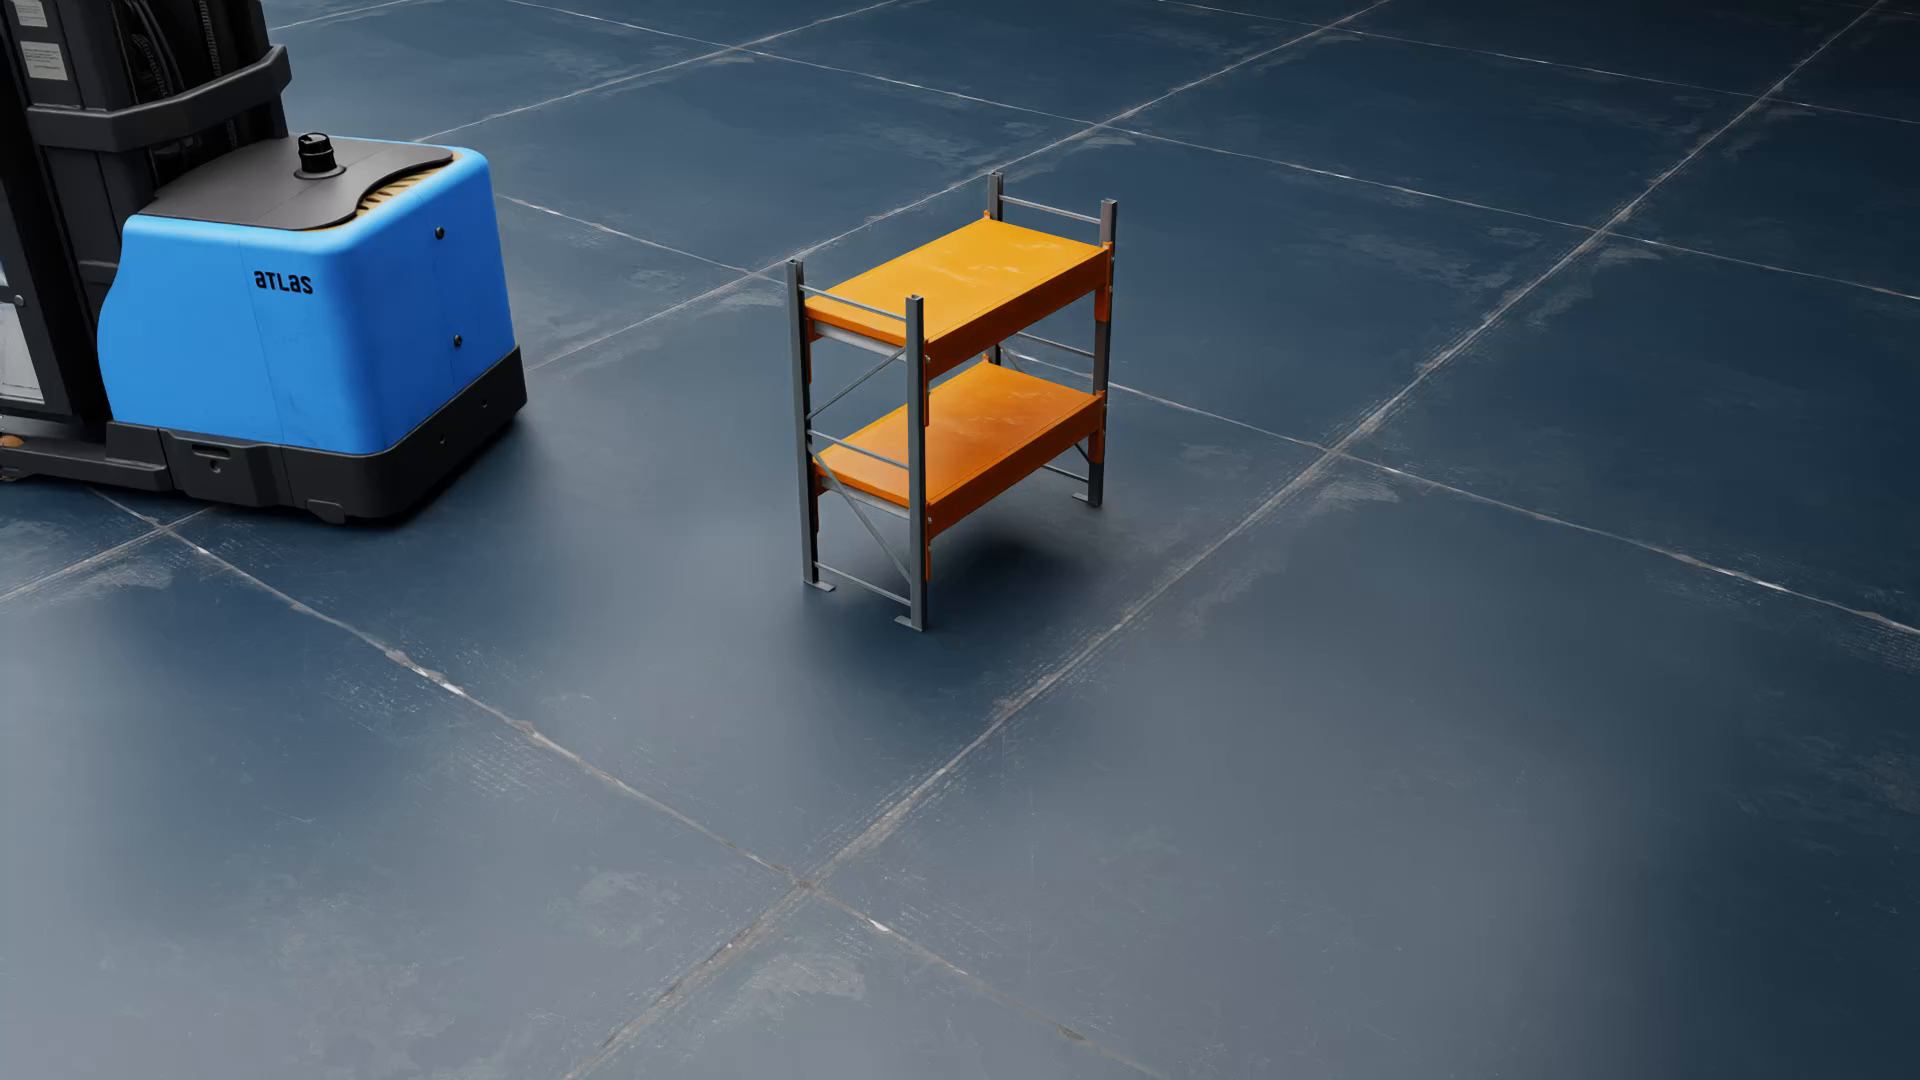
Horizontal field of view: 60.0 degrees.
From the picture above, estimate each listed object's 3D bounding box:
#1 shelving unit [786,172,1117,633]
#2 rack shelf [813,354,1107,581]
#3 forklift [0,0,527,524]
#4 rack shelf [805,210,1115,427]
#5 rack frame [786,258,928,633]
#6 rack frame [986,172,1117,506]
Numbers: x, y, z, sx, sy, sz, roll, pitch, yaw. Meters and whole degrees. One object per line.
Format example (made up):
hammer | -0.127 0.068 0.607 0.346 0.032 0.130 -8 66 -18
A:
shelving unit | -0.004 -0.481 5.459 0.538 1.125 1.048 21 37 31
rack shelf | -0.004 -0.271 5.583 0.538 0.278 1.000 21 37 31
forklift | -3.273 -1.725 5.786 3.031 2.935 1.130 8 32 13
rack shelf | -0.004 -0.733 5.309 0.538 0.278 1.000 21 37 31
rack frame | -0.311 -0.275 5.110 0.500 1.125 0.032 21 37 31
rack frame | 0.303 -0.688 5.807 0.500 1.125 0.032 21 37 31
